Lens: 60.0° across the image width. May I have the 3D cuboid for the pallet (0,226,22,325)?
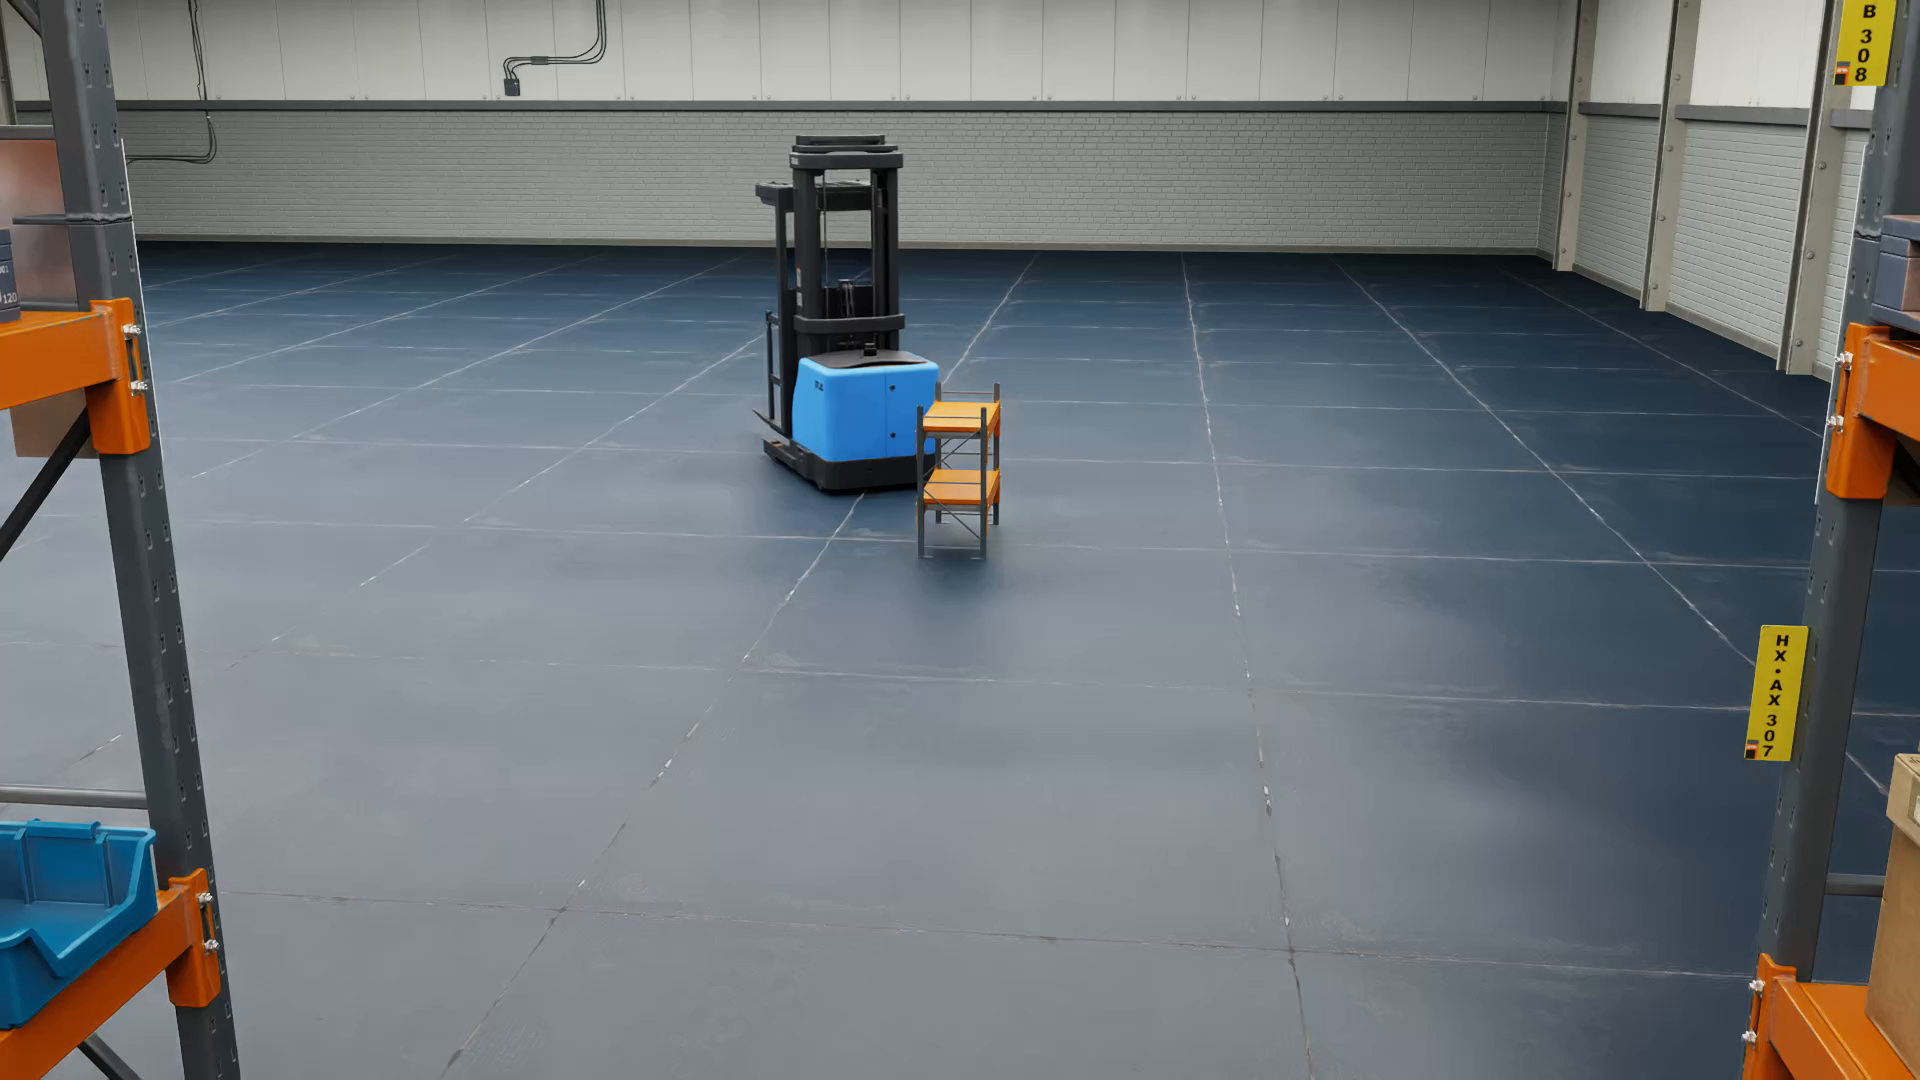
[{"bbox_3d":[-2.694,-0.466,3.255,1.003,0.211,1.213,2,15,6],"label":"pallet"}]

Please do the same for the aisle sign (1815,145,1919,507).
[{"bbox_3d":[2.121,-0.455,3.619,0.394,0.787,0.004,2,15,6],"label":"aisle sign"}]

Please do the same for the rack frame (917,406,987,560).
[{"bbox_3d":[-0.058,-0.409,12.021,0.500,1.125,0.032,2,15,6],"label":"rack frame"}]

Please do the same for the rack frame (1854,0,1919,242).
[{"bbox_3d":[2.417,-2.070,3.079,1.000,3.000,0.127,2,15,6],"label":"rack frame"}]

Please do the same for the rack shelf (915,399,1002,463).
[{"bbox_3d":[-0.001,-0.824,12.432,0.538,0.278,1.000,2,15,6],"label":"rack shelf"}]

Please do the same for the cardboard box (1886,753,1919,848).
[{"bbox_3d":[2.159,0.560,3.411,0.380,0.149,0.250,2,15,6],"label":"cardboard box"}]

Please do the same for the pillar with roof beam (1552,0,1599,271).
[{"bbox_3d":[7.228,-9.626,31.021,9.100,9.000,0.400,2,15,6],"label":"pillar with roof beam"}]

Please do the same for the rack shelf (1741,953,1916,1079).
[{"bbox_3d":[2.192,1.692,2.037,1.077,0.370,4.000,2,15,6],"label":"rack shelf"}]

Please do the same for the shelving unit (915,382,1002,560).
[{"bbox_3d":[-0.001,-0.541,12.509,0.538,1.125,1.048,2,15,6],"label":"shelving unit"}]

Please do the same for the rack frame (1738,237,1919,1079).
[{"bbox_3d":[2.417,0.826,3.862,1.000,3.000,0.127,2,15,6],"label":"rack frame"}]

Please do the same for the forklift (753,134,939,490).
[{"bbox_3d":[-1.187,-2.176,15.093,1.130,2.935,3.031,-6,16,-21],"label":"forklift"}]

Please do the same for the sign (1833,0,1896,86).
[{"bbox_3d":[1.867,-1.100,3.412,0.100,0.325,0.005,2,15,6],"label":"sign"}]

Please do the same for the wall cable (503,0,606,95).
[{"bbox_3d":[-8.716,-12.510,35.172,2.305,6.003,0.169,2,15,6],"label":"wall cable"}]

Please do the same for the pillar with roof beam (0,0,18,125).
[{"bbox_3d":[-15.516,-10.300,33.514,9.100,9.000,0.400,2,15,6],"label":"pillar with roof beam"}]

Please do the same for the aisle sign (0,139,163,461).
[{"bbox_3d":[-2.201,-0.586,4.102,0.394,0.787,0.004,2,15,6],"label":"aisle sign"}]

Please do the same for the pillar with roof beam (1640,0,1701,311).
[{"bbox_3d":[6.551,-8.070,25.266,9.100,9.000,0.400,2,15,6],"label":"pillar with roof beam"}]

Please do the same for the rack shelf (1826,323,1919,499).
[{"bbox_3d":[2.192,0.244,1.646,1.077,0.370,4.000,2,15,6],"label":"rack shelf"}]

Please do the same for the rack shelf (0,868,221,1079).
[{"bbox_3d":[-2.729,1.545,2.580,1.077,0.370,4.000,2,15,6],"label":"rack shelf"}]

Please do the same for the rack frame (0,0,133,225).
[{"bbox_3d":[-2.504,-2.217,3.622,1.000,3.000,0.127,2,15,6],"label":"rack frame"}]

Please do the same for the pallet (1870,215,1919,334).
[{"bbox_3d":[2.312,-0.397,2.806,1.003,0.211,1.213,2,15,6],"label":"pallet"}]

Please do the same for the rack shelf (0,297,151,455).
[{"bbox_3d":[-2.729,0.097,2.189,1.077,0.370,4.000,2,15,6],"label":"rack shelf"}]

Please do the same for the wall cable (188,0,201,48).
[{"bbox_3d":[-15.459,-12.011,36.116,3.097,2.526,0.112,2,15,6],"label":"wall cable"}]

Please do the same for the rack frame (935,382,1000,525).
[{"bbox_3d":[0.057,-0.673,12.996,0.500,1.125,0.032,2,15,6],"label":"rack frame"}]

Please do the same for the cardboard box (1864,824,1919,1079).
[{"bbox_3d":[2.352,0.898,3.402,0.700,0.500,0.500,2,15,6],"label":"cardboard box"}]

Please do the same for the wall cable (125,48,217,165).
[{"bbox_3d":[-18.147,-9.653,37.070,3.097,2.526,0.112,2,15,6],"label":"wall cable"}]

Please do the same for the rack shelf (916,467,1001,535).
[{"bbox_3d":[-0.001,-0.305,12.573,0.538,0.278,1.000,2,15,6],"label":"rack shelf"}]

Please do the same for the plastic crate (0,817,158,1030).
[{"bbox_3d":[-2.263,0.889,3.912,0.499,0.251,0.616,2,15,6],"label":"plastic crate"}]

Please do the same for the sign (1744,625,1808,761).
[{"bbox_3d":[1.867,0.352,3.804,0.100,0.325,0.005,2,15,6],"label":"sign"}]

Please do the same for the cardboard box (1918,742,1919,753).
[{"bbox_3d":[2.346,0.286,3.182,0.700,0.500,0.500,2,15,6],"label":"cardboard box"}]

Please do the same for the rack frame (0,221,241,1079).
[{"bbox_3d":[-2.504,0.679,4.405,1.000,3.000,0.127,2,15,6],"label":"rack frame"}]

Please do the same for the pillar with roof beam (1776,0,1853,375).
[{"bbox_3d":[5.874,-6.514,19.511,9.100,9.000,0.400,2,15,6],"label":"pillar with roof beam"}]
